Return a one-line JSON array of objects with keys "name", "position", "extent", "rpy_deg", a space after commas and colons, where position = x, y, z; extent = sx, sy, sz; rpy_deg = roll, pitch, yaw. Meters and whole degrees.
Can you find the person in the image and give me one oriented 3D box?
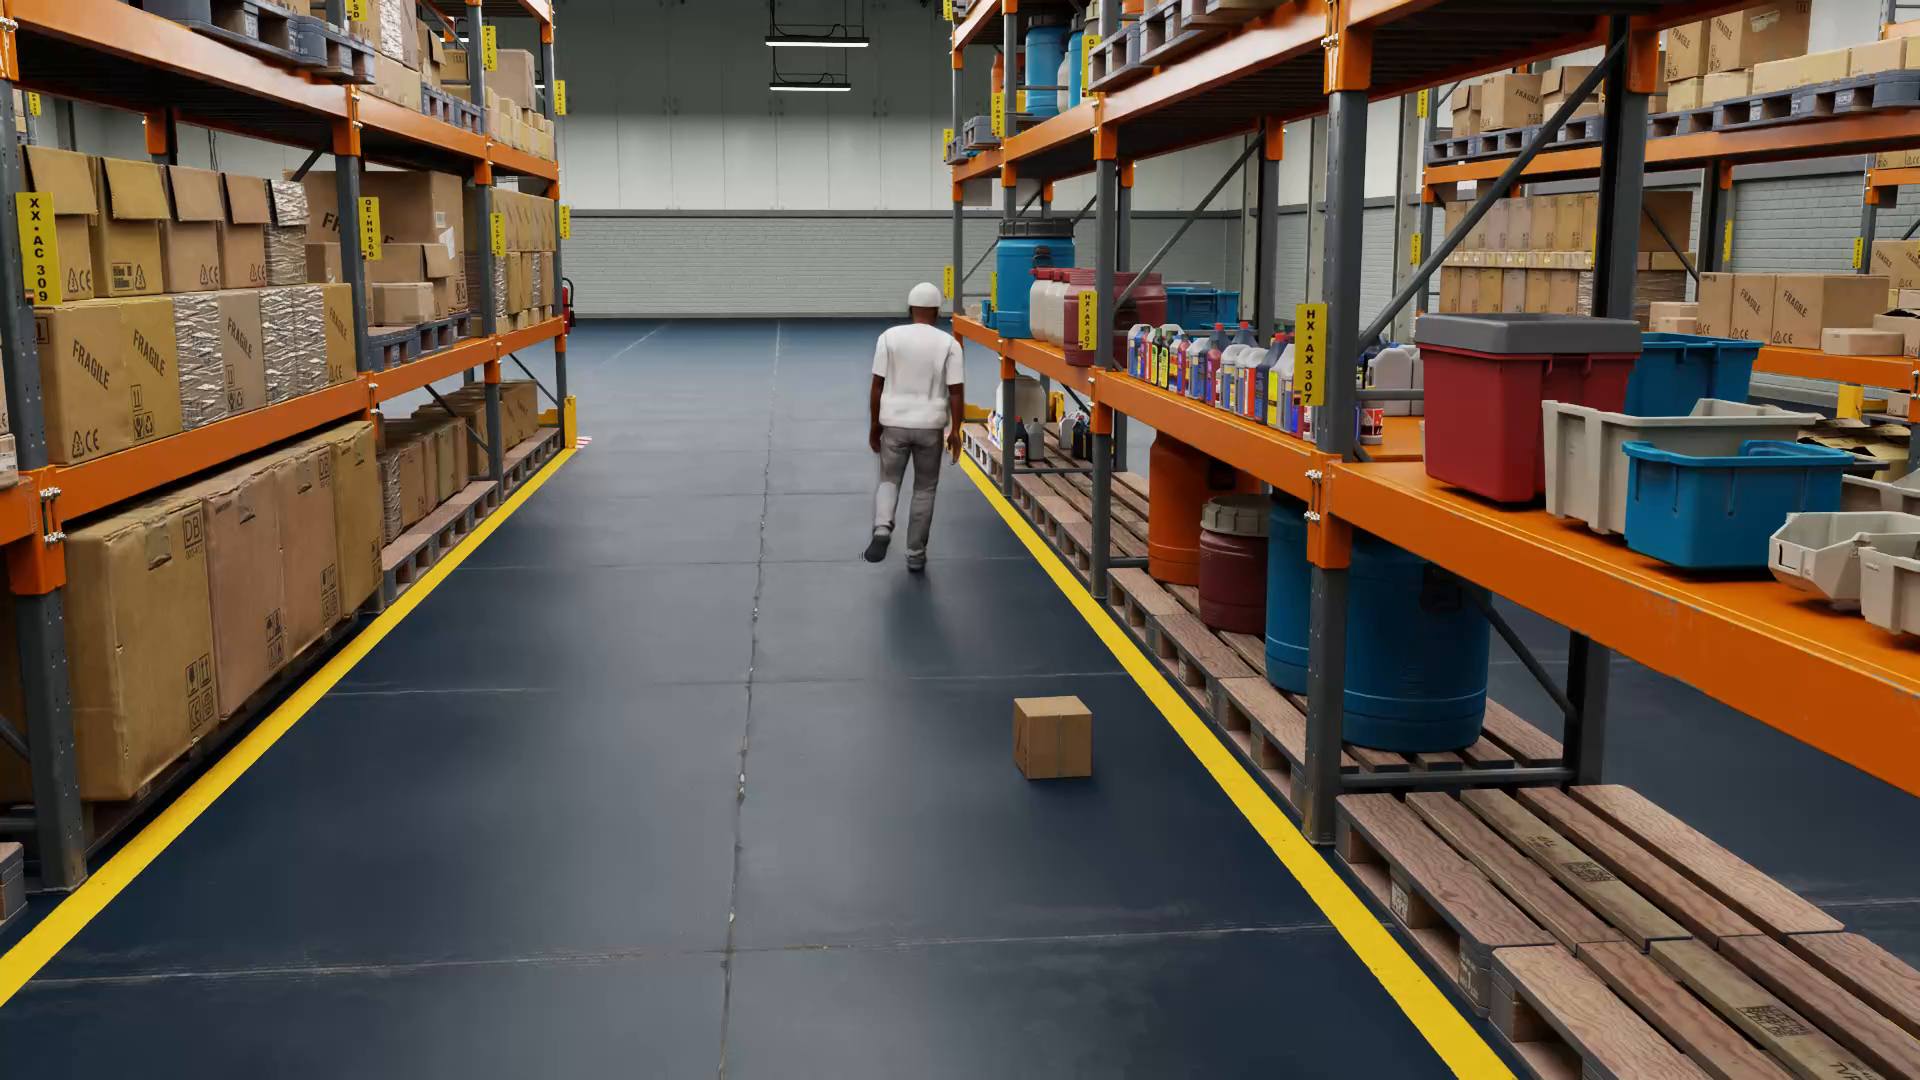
[{"name": "person", "position": [-0.273, -0.676, 10.135], "extent": [0.599, 1.758, 0.640], "rpy_deg": [1, 10, 7]}]
